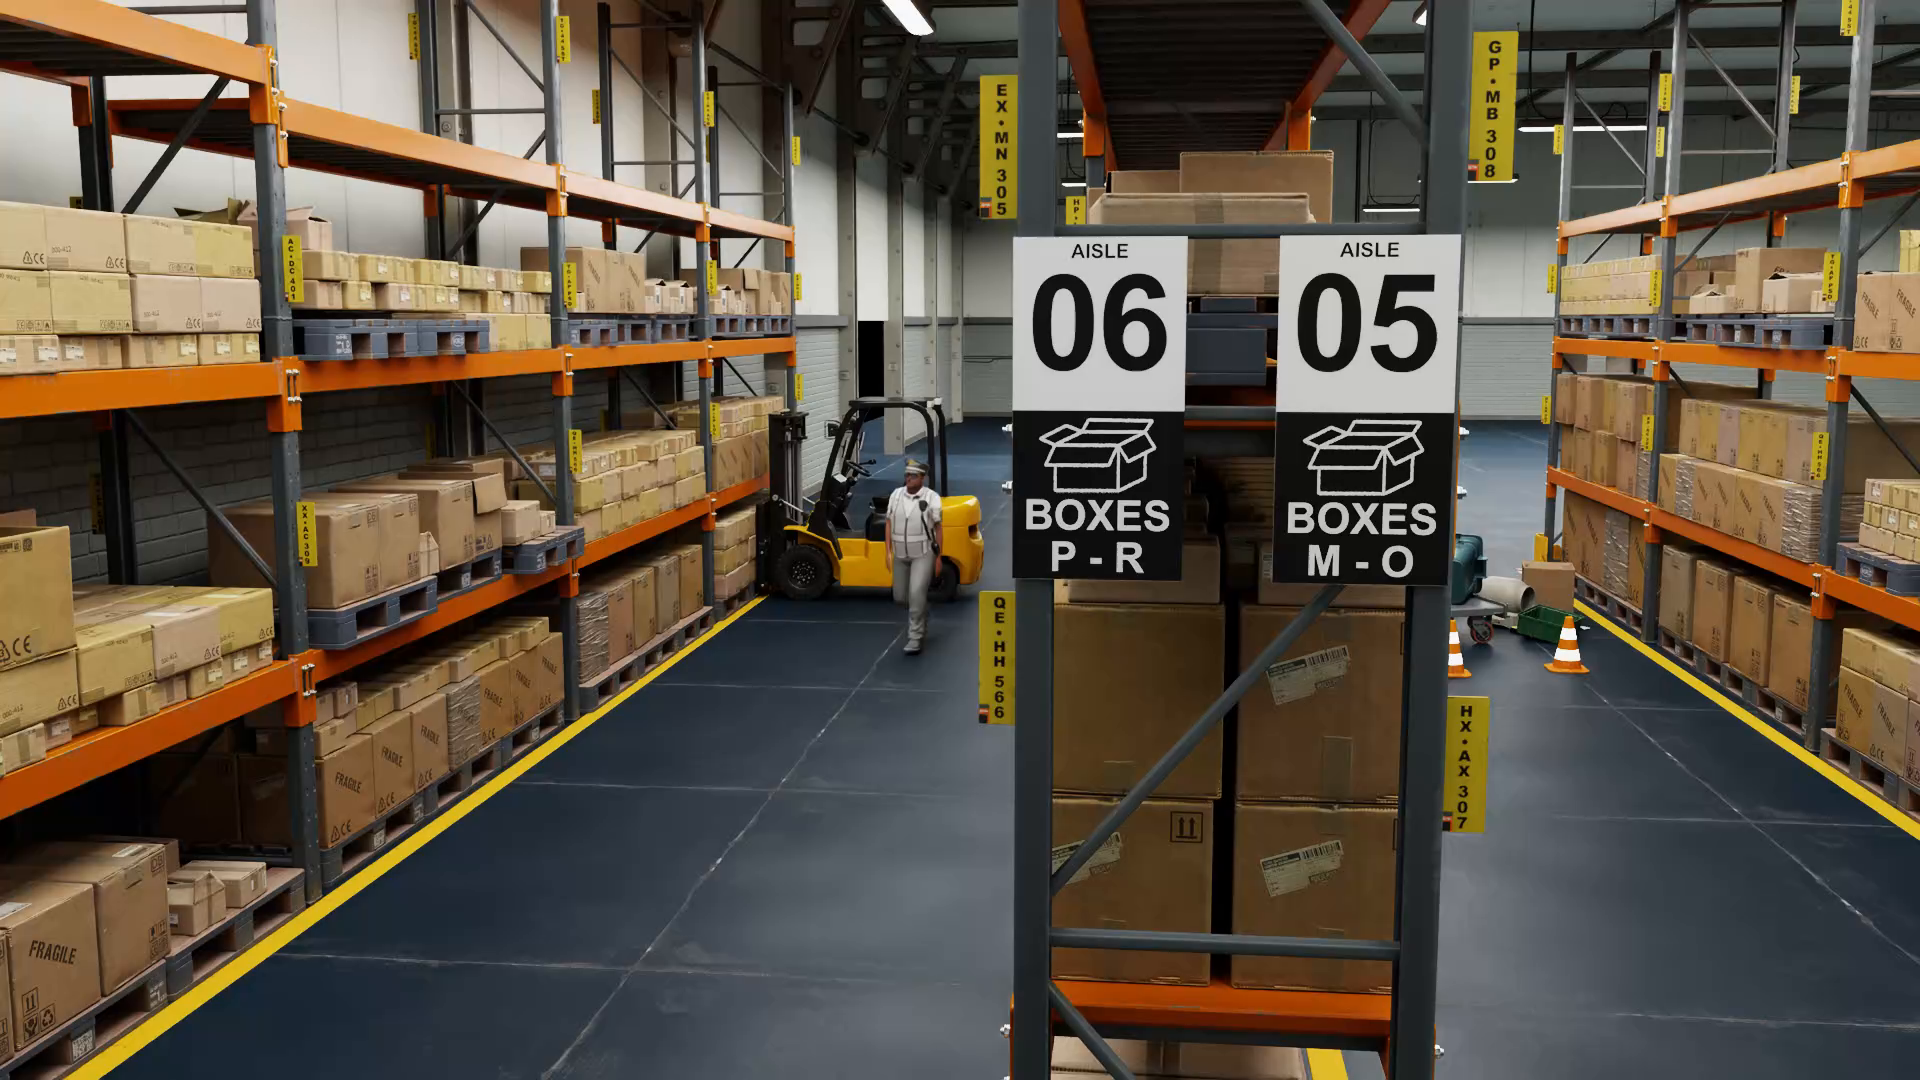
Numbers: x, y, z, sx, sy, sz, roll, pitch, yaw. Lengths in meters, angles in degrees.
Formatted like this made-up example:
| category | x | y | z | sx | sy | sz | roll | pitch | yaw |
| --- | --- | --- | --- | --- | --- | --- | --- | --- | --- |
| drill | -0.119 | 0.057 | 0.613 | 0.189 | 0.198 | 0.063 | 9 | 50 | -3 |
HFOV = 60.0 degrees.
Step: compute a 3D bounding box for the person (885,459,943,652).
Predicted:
| category | x | y | z | sx | sy | sz | roll | pitch | yaw |
| --- | --- | --- | --- | --- | --- | --- | --- | --- | --- |
| person | -0.408 | 0.106 | 15.289 | 0.549 | 1.738 | 0.836 | 3 | 8 | 21 |
